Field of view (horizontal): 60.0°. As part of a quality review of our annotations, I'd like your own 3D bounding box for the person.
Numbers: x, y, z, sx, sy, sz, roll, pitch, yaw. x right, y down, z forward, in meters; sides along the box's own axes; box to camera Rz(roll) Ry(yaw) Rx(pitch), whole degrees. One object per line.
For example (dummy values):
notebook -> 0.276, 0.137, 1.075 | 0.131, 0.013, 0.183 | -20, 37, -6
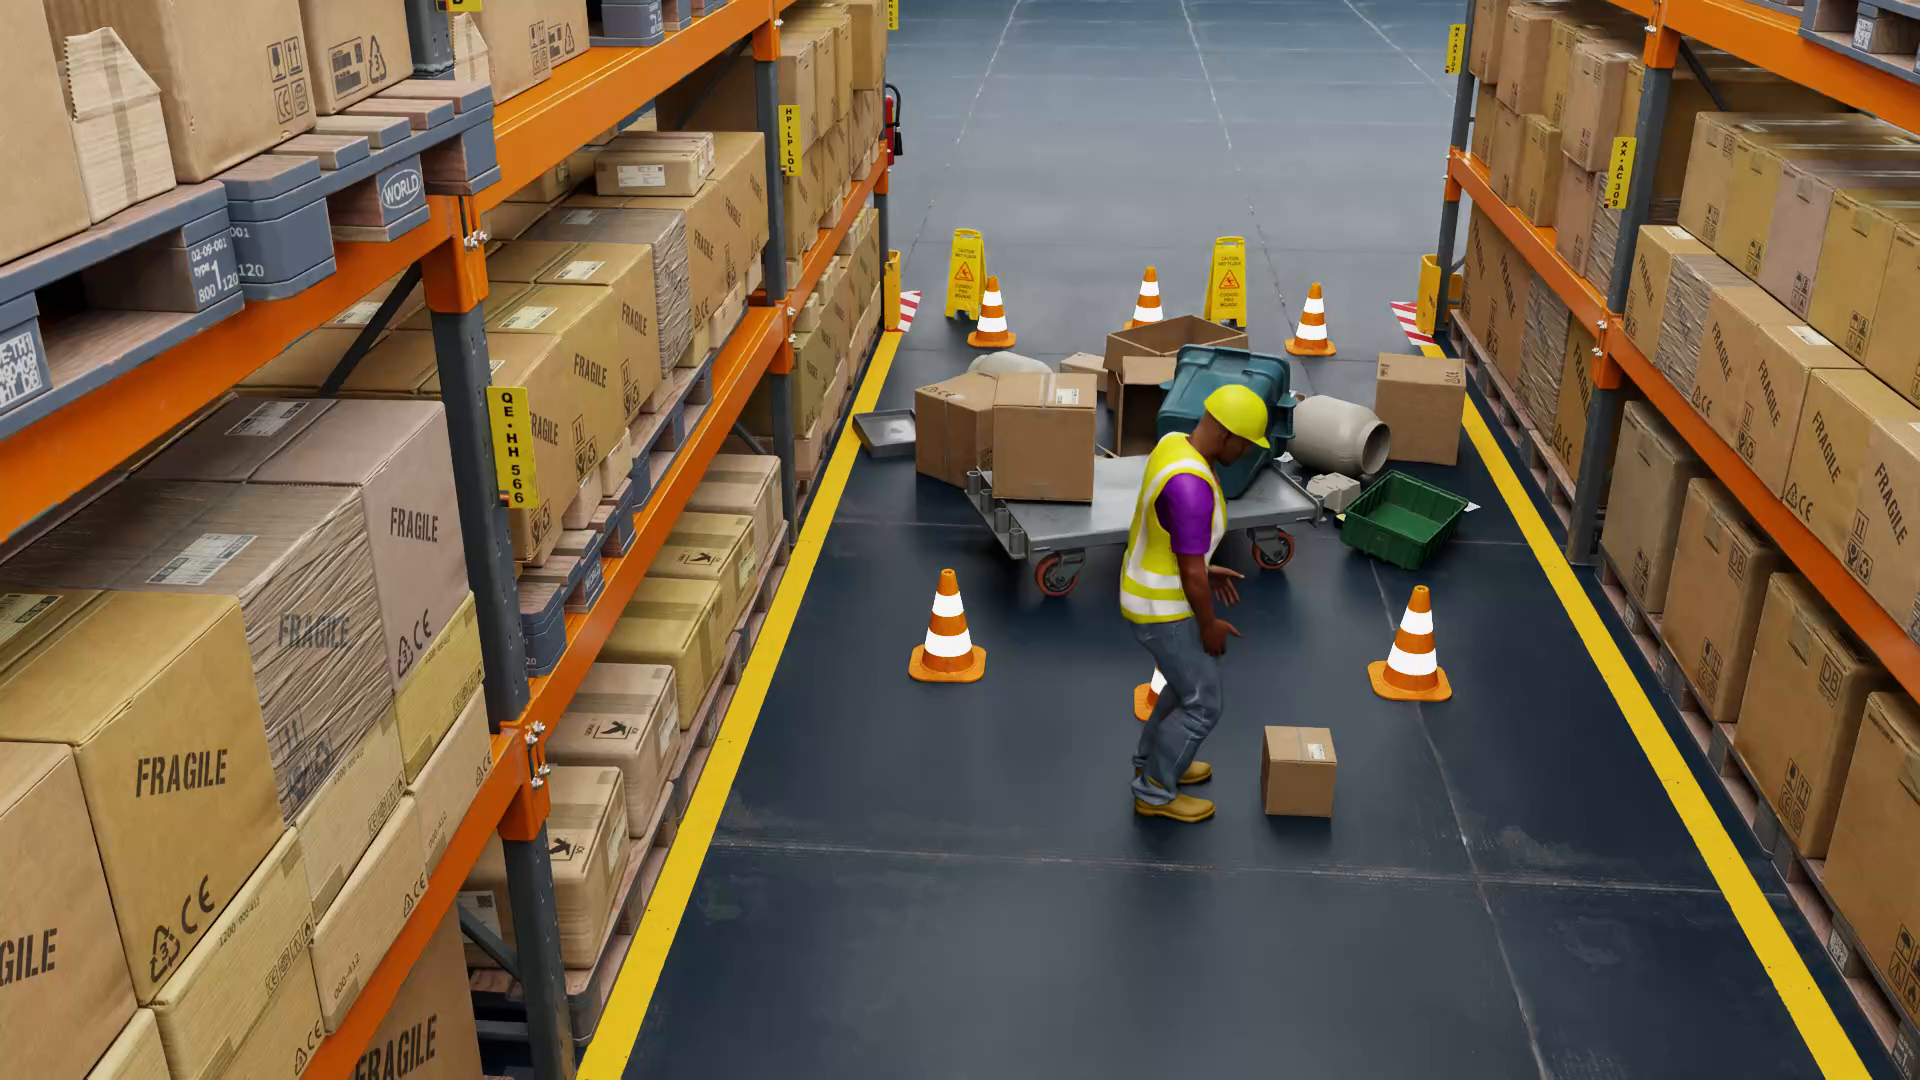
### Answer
person -> 0.850, 0.219, 6.197 | 0.511, 1.682, 0.602 | 2, 24, 5
